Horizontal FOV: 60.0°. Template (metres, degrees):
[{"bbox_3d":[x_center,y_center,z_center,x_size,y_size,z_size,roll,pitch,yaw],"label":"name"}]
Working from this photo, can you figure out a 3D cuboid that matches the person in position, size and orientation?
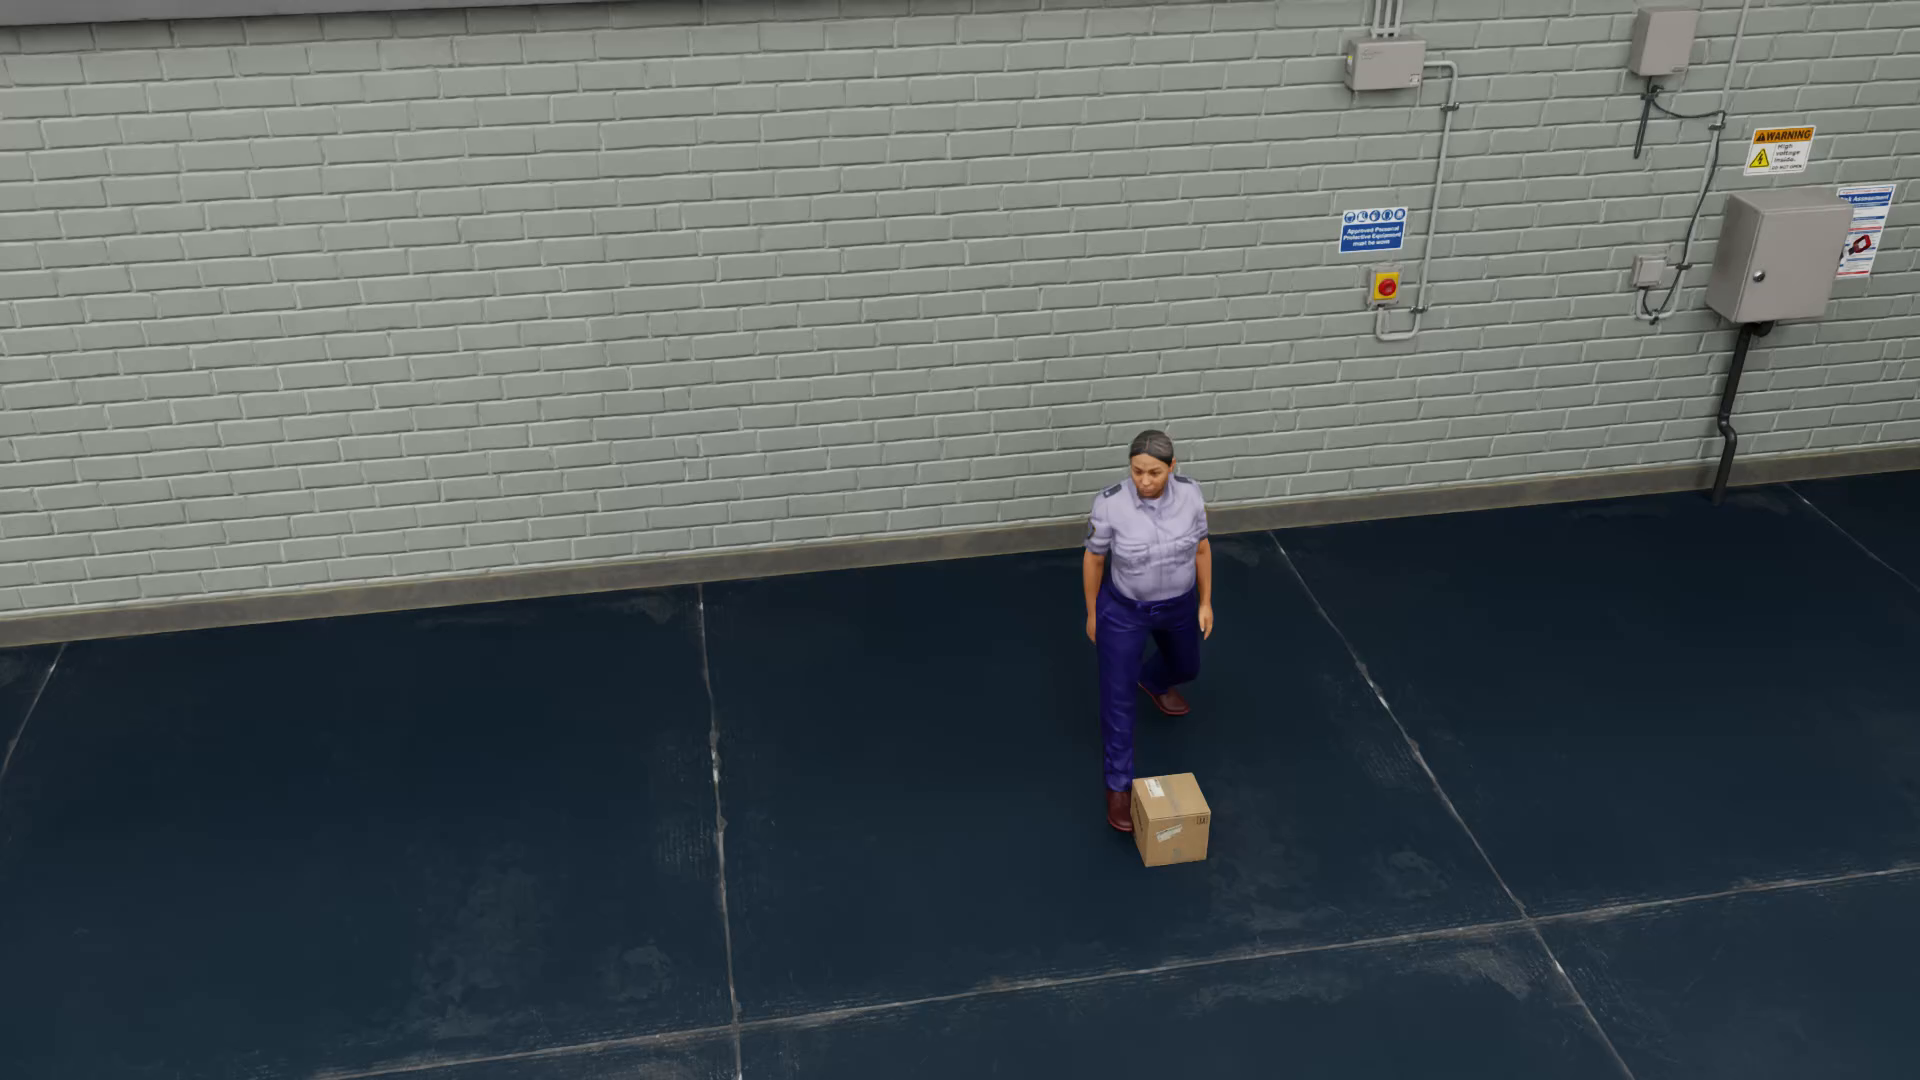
[{"bbox_3d":[0.787,0.262,6.706,0.604,1.614,0.844,-8,32,-13],"label":"person"}]
